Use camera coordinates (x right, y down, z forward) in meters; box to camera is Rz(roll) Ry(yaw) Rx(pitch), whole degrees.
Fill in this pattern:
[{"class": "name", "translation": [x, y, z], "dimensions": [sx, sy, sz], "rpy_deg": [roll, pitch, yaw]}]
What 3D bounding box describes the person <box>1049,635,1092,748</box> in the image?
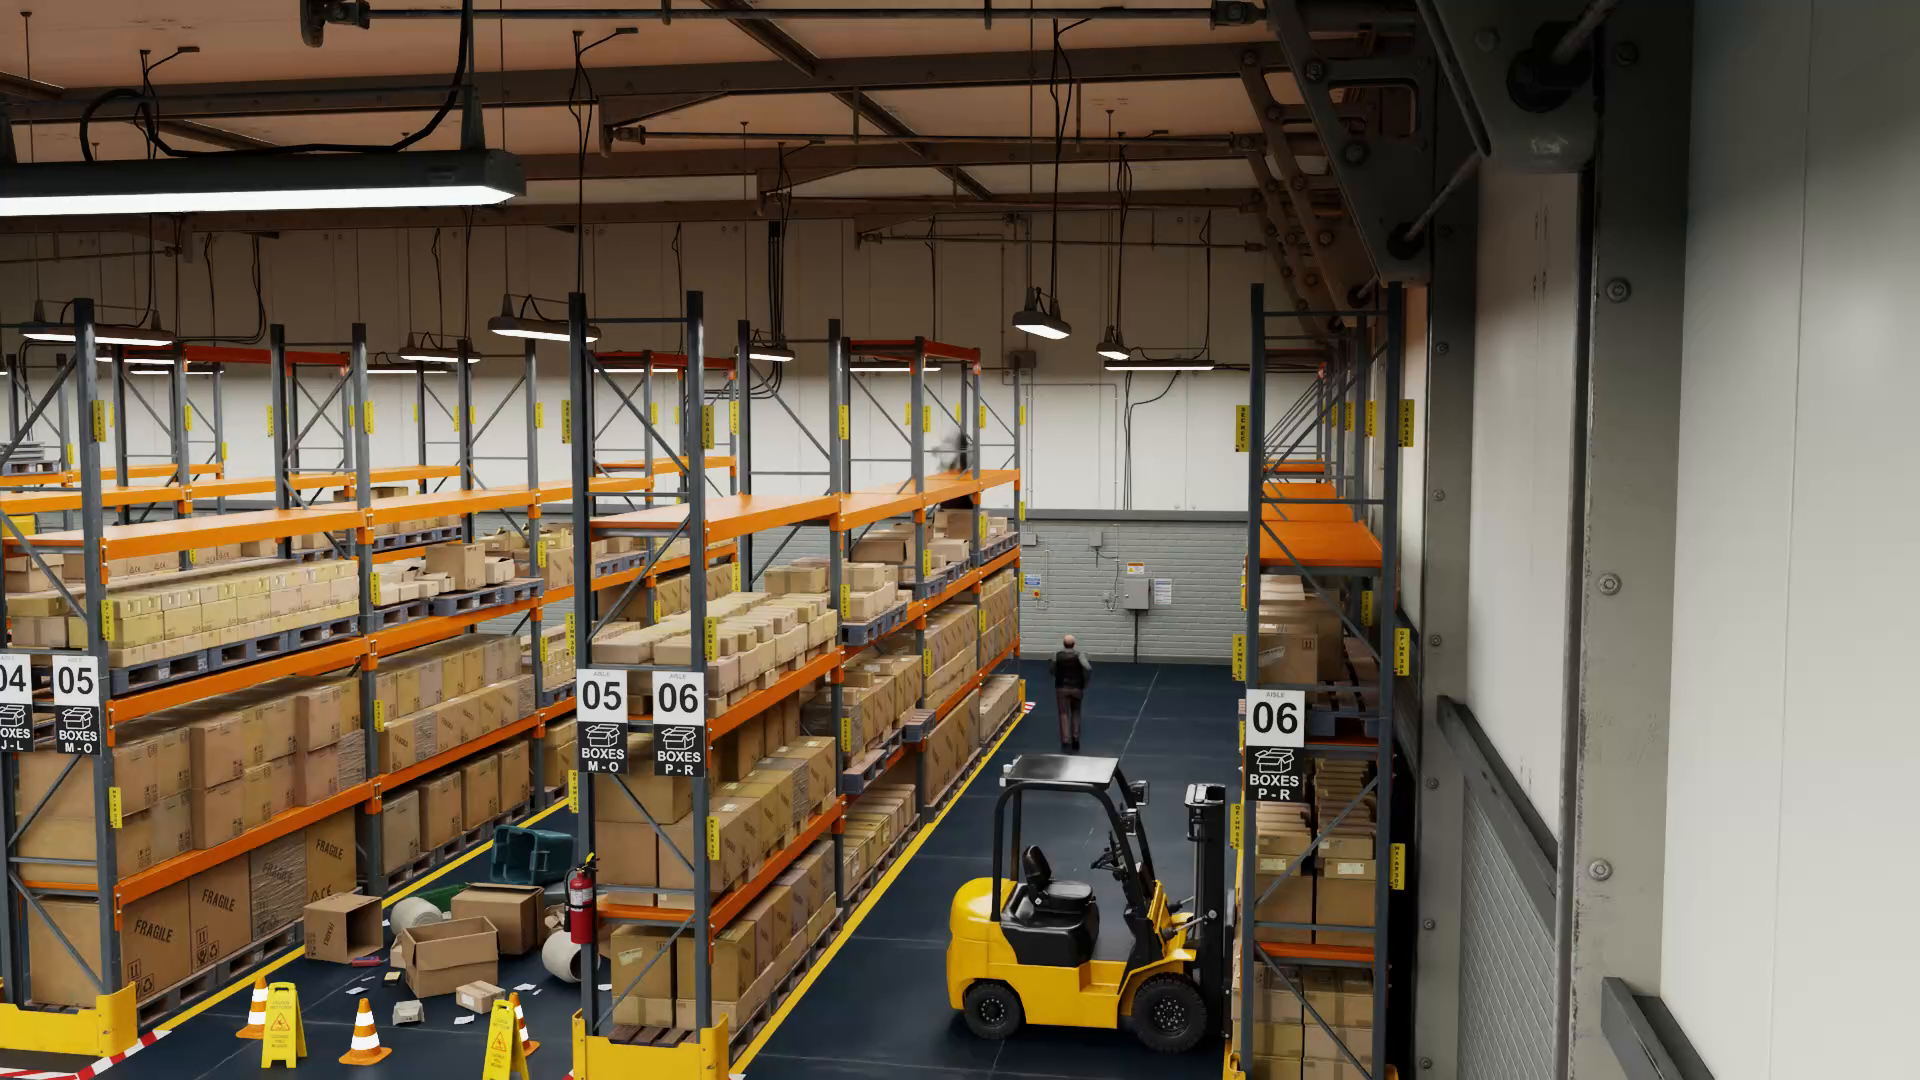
[{"class": "person", "translation": [1.691, 2.303, 24.946], "dimensions": [0.536, 1.783, 0.766], "rpy_deg": [0, 5, -1]}]
